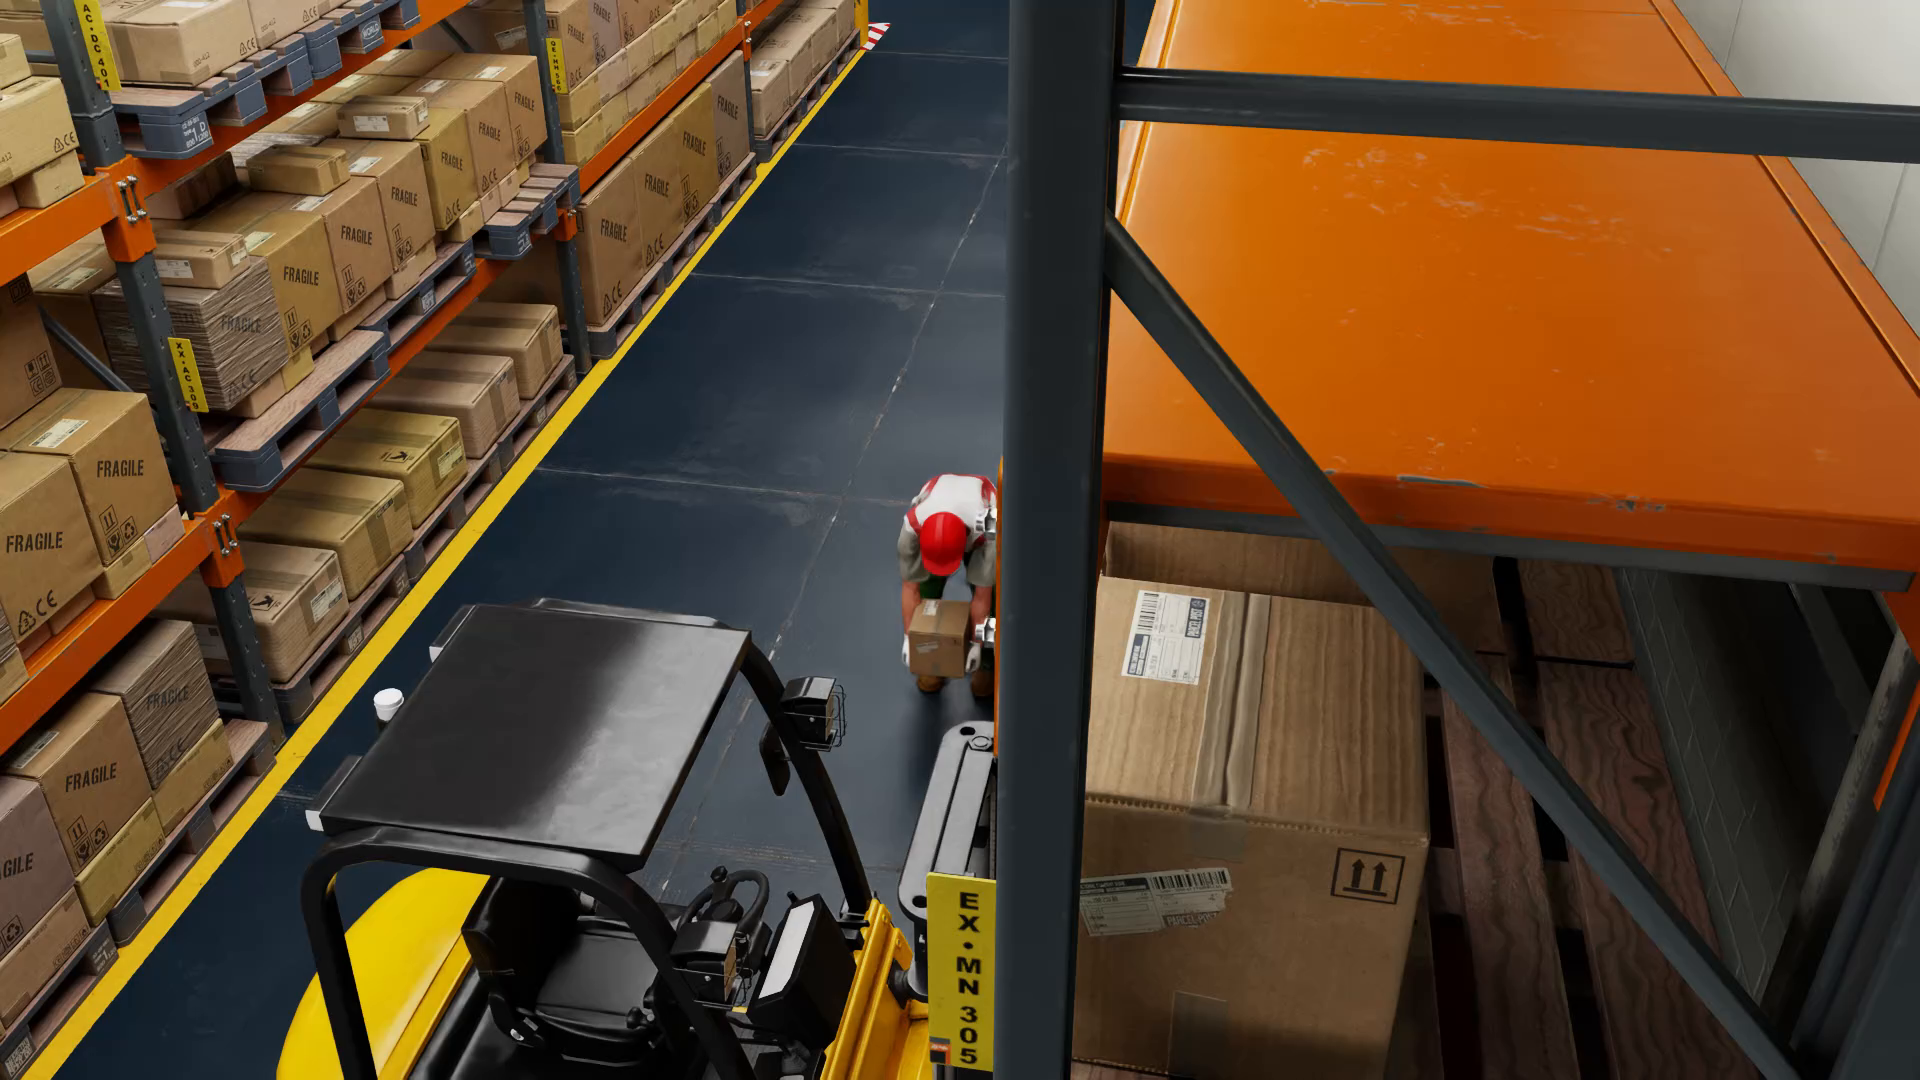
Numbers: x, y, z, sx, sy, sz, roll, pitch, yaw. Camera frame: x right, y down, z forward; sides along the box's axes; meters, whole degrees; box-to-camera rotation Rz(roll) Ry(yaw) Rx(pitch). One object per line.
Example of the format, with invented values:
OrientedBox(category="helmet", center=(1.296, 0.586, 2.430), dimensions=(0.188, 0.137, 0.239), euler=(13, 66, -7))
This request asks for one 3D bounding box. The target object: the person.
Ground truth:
OrientedBox(category="person", center=(-0.030, 0.249, 7.692), dimensions=(0.503, 1.281, 0.922), euler=(4, 32, 6))
